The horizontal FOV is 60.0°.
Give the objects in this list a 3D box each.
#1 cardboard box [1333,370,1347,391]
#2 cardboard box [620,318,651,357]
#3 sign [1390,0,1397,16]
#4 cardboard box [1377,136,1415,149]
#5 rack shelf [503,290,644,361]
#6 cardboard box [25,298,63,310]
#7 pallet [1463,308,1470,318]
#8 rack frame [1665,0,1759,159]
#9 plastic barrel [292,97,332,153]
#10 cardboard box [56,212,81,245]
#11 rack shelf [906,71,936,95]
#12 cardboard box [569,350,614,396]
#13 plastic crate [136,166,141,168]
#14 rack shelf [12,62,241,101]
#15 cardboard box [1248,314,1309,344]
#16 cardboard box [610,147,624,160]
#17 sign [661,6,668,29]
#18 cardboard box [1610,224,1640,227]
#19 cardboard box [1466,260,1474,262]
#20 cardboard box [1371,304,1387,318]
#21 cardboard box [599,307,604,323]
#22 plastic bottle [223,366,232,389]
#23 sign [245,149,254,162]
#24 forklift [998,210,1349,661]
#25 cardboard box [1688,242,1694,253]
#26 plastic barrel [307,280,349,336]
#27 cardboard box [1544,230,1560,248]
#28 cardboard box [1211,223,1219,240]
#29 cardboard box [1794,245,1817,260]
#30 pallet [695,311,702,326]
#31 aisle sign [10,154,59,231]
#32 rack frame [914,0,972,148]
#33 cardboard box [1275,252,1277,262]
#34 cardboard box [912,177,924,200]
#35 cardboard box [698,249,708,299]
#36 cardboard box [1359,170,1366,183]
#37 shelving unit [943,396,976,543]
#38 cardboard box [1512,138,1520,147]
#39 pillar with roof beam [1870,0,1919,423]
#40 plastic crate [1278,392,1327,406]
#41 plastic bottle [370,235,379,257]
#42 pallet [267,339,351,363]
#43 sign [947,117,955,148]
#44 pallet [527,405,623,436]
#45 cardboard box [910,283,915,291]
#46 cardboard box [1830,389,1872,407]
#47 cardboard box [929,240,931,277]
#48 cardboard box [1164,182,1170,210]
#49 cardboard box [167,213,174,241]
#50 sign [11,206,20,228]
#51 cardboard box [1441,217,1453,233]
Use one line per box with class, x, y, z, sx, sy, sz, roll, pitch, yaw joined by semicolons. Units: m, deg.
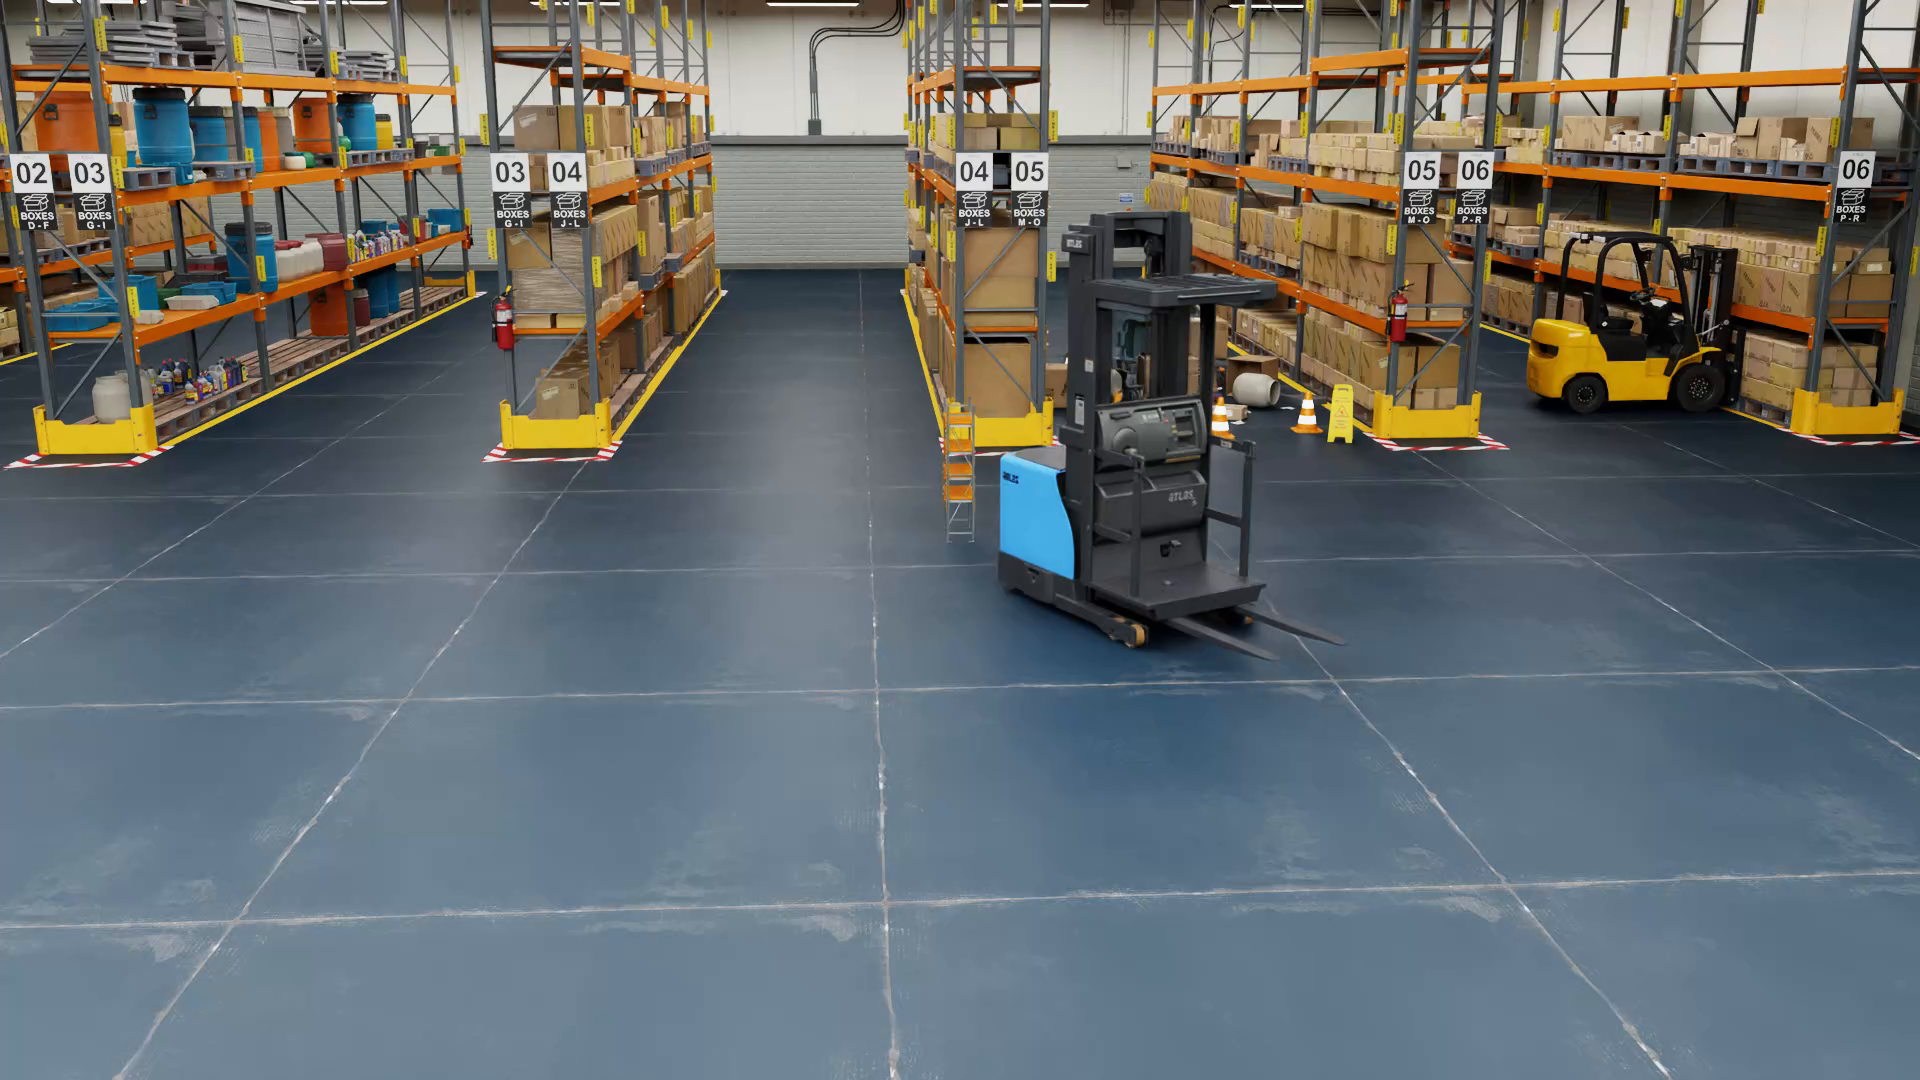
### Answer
cardboard box;5.004;-1.976;20.862;0.500;0.250;0.500;-1;14;-5
cardboard box;-4.816;-2.904;23.926;0.700;0.500;0.500;-2;15;-8
sign;5.680;-7.043;21.808;0.100;0.325;0.005;-1;14;-3
cardboard box;5.094;-4.637;19.413;0.380;0.149;0.250;-1;14;-3
rack shelf;-4.630;-2.645;20.229;1.077;0.370;4.000;-1;14;-3
cardboard box;-14.670;-3.583;26.567;0.500;0.500;0.500;-1;14;-5
pallet;9.684;-4.158;30.264;1.003;0.211;1.213;-1;14;-3
rack frame;10.091;-6.626;22.221;1.000;3.000;0.127;-1;14;-3
plastic barrel;-9.977;-6.414;25.711;0.600;0.830;0.708;-1;14;-3
cardboard box;-14.966;-5.141;27.445;0.700;0.500;0.500;-5;15;-18
rack shelf;-0.416;-8.584;31.280;1.077;0.370;4.000;-1;14;-3
cardboard box;-4.609;-2.088;20.794;0.500;0.500;0.500;-2;15;-8
plastic crate;-9.871;-4.367;19.886;0.336;0.188;0.450;-1;14;-3
rack shelf;-9.573;-5.280;19.234;1.077;0.370;4.000;-1;14;-3
cardboard box;4.968;-3.245;25.549;0.950;0.372;0.625;-1;14;-5
cardboard box;-4.375;-4.790;20.604;0.380;0.149;0.250;-1;14;-5
sign;-4.460;-7.892;25.107;0.100;0.325;0.005;-1;14;-3
cardboard box;10.172;-4.746;25.448;0.380;0.149;0.250;-1;14;-4
cardboard box;9.416;-5.004;30.231;0.380;0.149;0.250;-2;15;-6
cardboard box;5.022;-2.678;19.418;0.380;0.149;0.250;-1;14;-4
cardboard box;-4.282;-2.573;19.012;0.380;0.149;0.250;-1;14;-3
plastic bottle;-9.306;-2.068;21.113;0.061;0.283;0.133;0;14;0
sign;-9.147;-4.877;21.422;0.100;0.325;0.005;-1;14;-3
forklift;1.494;-0.799;11.748;1.130;2.935;3.031;-9;17;-30
cardboard box;9.910;-3.871;22.051;0.380;0.149;0.250;-1;14;-4
plastic barrel;-9.992;-3.682;26.331;0.600;0.830;0.708;-1;14;-3
cardboard box;9.602;-4.771;26.346;0.500;0.250;0.500;-1;14;-3
cardboard box;4.518;-5.179;27.931;0.500;0.250;0.500;-1;14;-5
cardboard box;10.060;-3.379;19.541;0.380;0.149;0.250;-1;14;-3
pallet;-5.126;-3.939;29.411;1.003;0.211;1.213;-1;14;-3
aisle sign;-9.741;-3.656;17.497;0.394;0.787;0.004;-1;14;-3
rack frame;-0.293;-8.437;29.257;1.000;3.000;0.127;-1;14;-3
cardboard box;4.781;-4.103;24.113;0.380;0.149;0.250;-1;14;-3
cardboard box;-0.629;-6.449;30.768;0.500;0.500;0.500;-1;14;-5
cardboard box;-5.266;-5.044;31.530;0.875;0.875;0.875;-1;14;-3
cardboard box;5.033;-4.383;20.025;0.380;0.149;0.250;-1;14;-5
shelving unit;-0.010;-0.622;14.537;0.258;1.200;0.503;-1;14;-3
cardboard box;9.528;-6.694;28.003;0.380;0.149;0.250;0;14;-2
pillar with roof beam;6.899;-5.752;18.823;9.100;9.000;0.400;-1;14;-3
plastic crate;4.416;-1.826;21.464;0.402;0.080;0.583;-6;16;-23
plastic bottle;-9.741;-4.882;27.580;0.144;0.351;0.185;-1;14;-3
pallet;-9.936;-2.865;25.238;1.003;0.211;1.213;-1;14;-3
sign;-0.091;-4.385;17.912;0.100;0.325;0.005;-1;14;-3
pallet;-4.525;-1.367;19.414;1.003;0.211;1.213;-1;14;-3
cardboard box;-0.801;-5.023;32.907;0.380;0.149;0.250;-1;14;-3
cardboard box;10.504;-1.723;19.878;0.500;0.250;0.500;-1;14;-3
cardboard box;-0.193;-4.093;24.215;0.500;0.500;0.500;-1;14;-4
cardboard box;4.250;-6.656;32.169;0.500;0.500;0.500;-1;14;-3
cardboard box;-14.993;-5.885;31.181;0.500;0.500;0.500;-1;14;-4
sign;-14.335;-4.903;25.240;0.100;0.325;0.005;-1;14;-3
cardboard box;9.321;-5.905;31.160;0.500;0.250;0.500;-1;14;-2
